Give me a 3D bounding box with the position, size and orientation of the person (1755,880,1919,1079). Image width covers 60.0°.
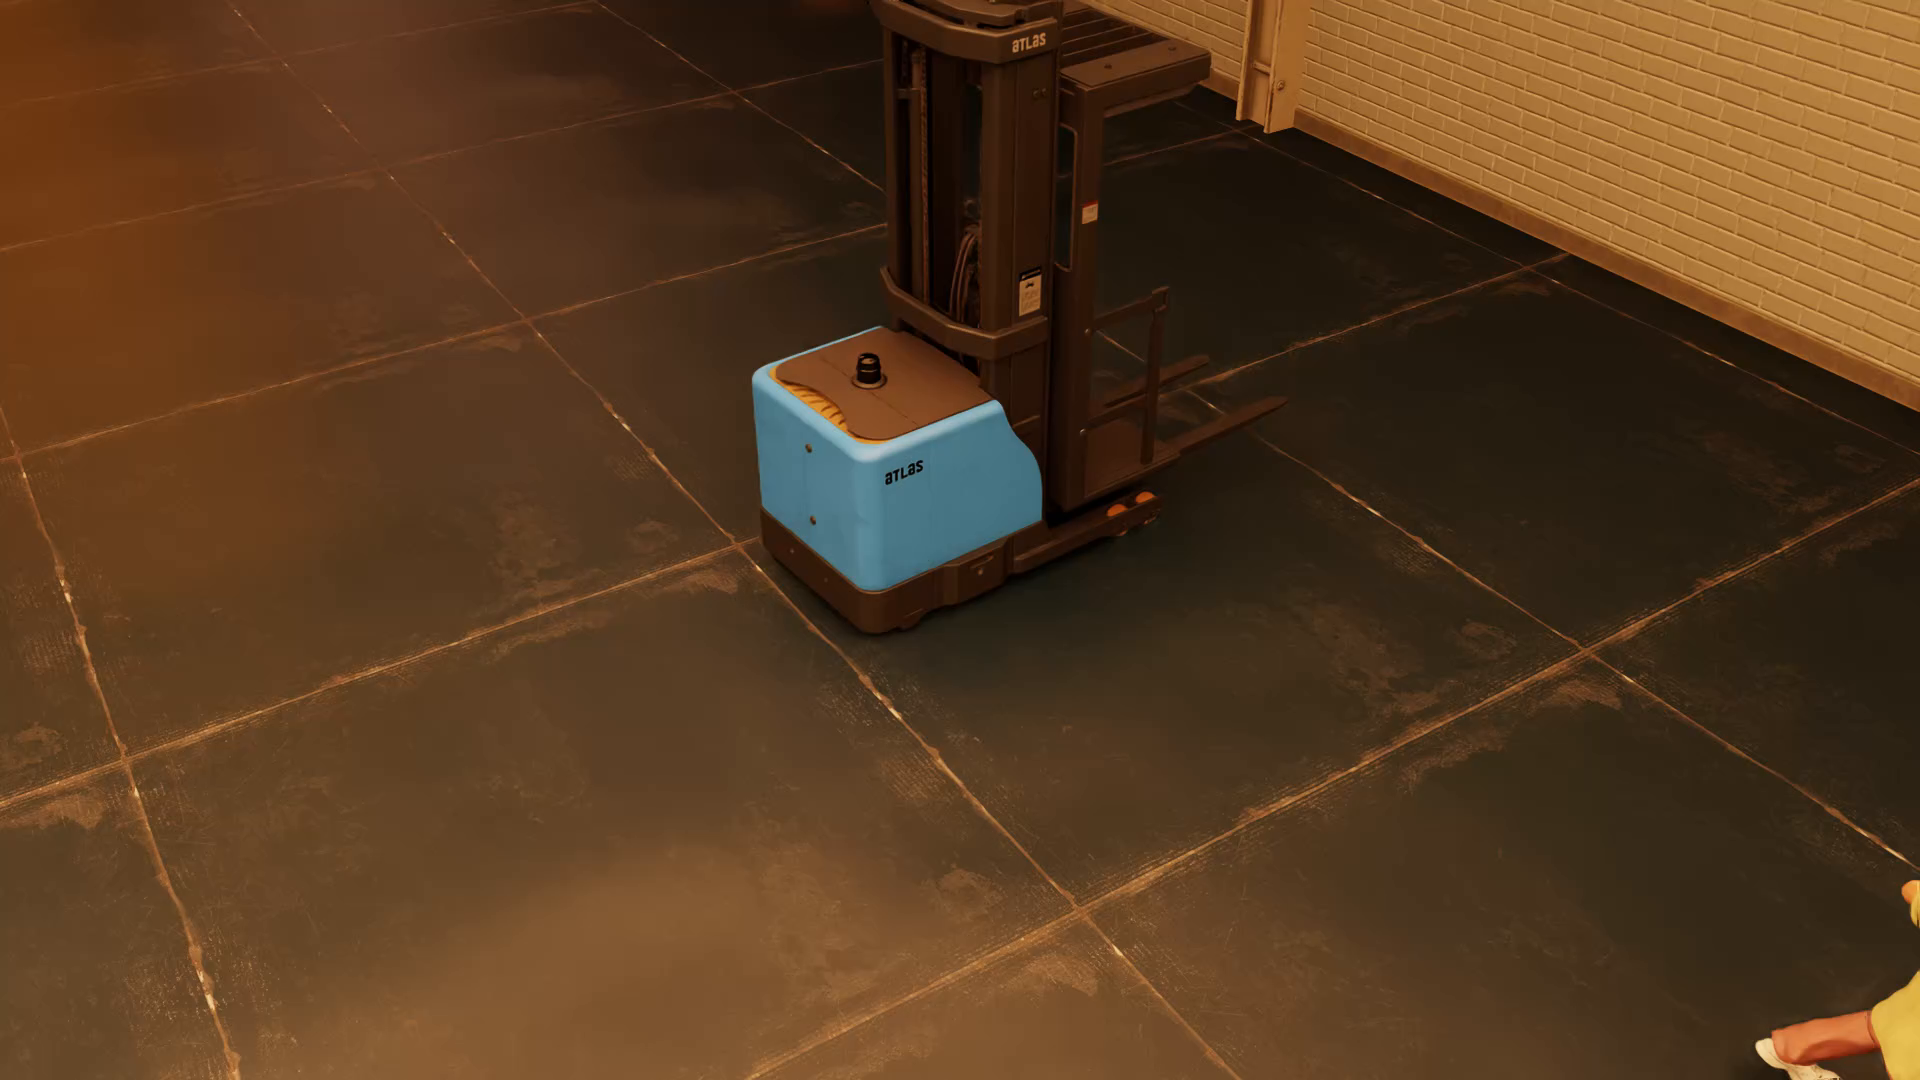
[{"bbox_3d":[3.047,1.630,5.118,0.541,1.581,1.096,2,35,3],"label":"person"}]

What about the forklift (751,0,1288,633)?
[{"bbox_3d":[0.457,-1.437,8.192,3.031,2.935,1.130,-24,41,-30],"label":"forklift"}]
